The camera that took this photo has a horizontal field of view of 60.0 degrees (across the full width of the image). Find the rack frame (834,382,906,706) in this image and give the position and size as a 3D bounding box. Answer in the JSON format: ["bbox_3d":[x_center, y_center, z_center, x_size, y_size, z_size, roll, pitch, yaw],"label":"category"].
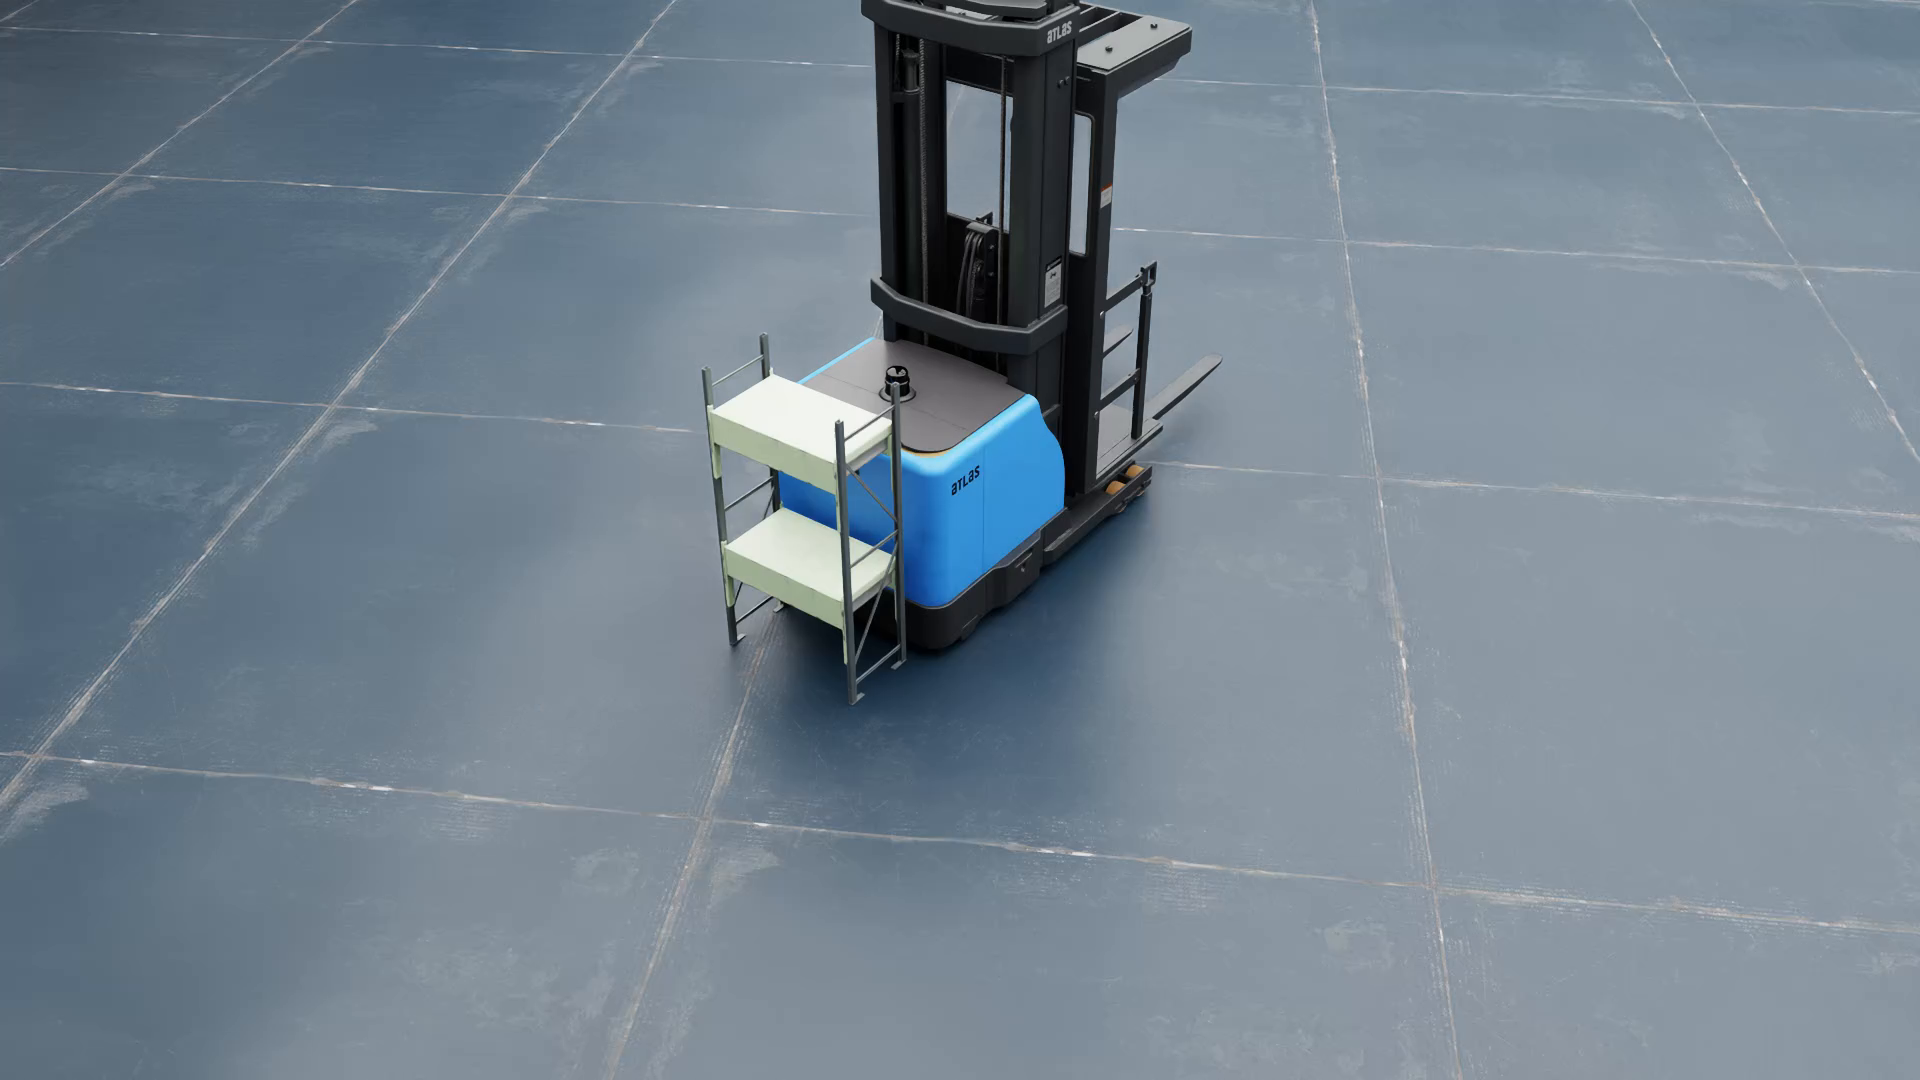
[{"bbox_3d":[-0.379,0.046,7.251,0.023,1.500,0.400,23,42,29],"label":"rack frame"}]

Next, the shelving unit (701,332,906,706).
[{"bbox_3d":[-0.674,-0.079,7.427,0.755,1.500,0.431,23,42,29],"label":"shelving unit"}]

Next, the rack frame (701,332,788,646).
[{"bbox_3d":[-0.969,-0.205,7.603,0.023,1.500,0.400,23,42,29],"label":"rack frame"}]

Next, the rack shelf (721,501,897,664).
[{"bbox_3d":[-0.674,0.186,7.617,0.720,0.370,0.431,23,42,29],"label":"rack shelf"}]

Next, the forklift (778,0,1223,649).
[{"bbox_3d":[0.373,-1.488,8.169,1.130,2.935,3.031,23,42,29],"label":"forklift"}]

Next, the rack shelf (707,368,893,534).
[{"bbox_3d":[-0.674,-0.397,7.200,0.720,0.370,0.431,23,42,29],"label":"rack shelf"}]
